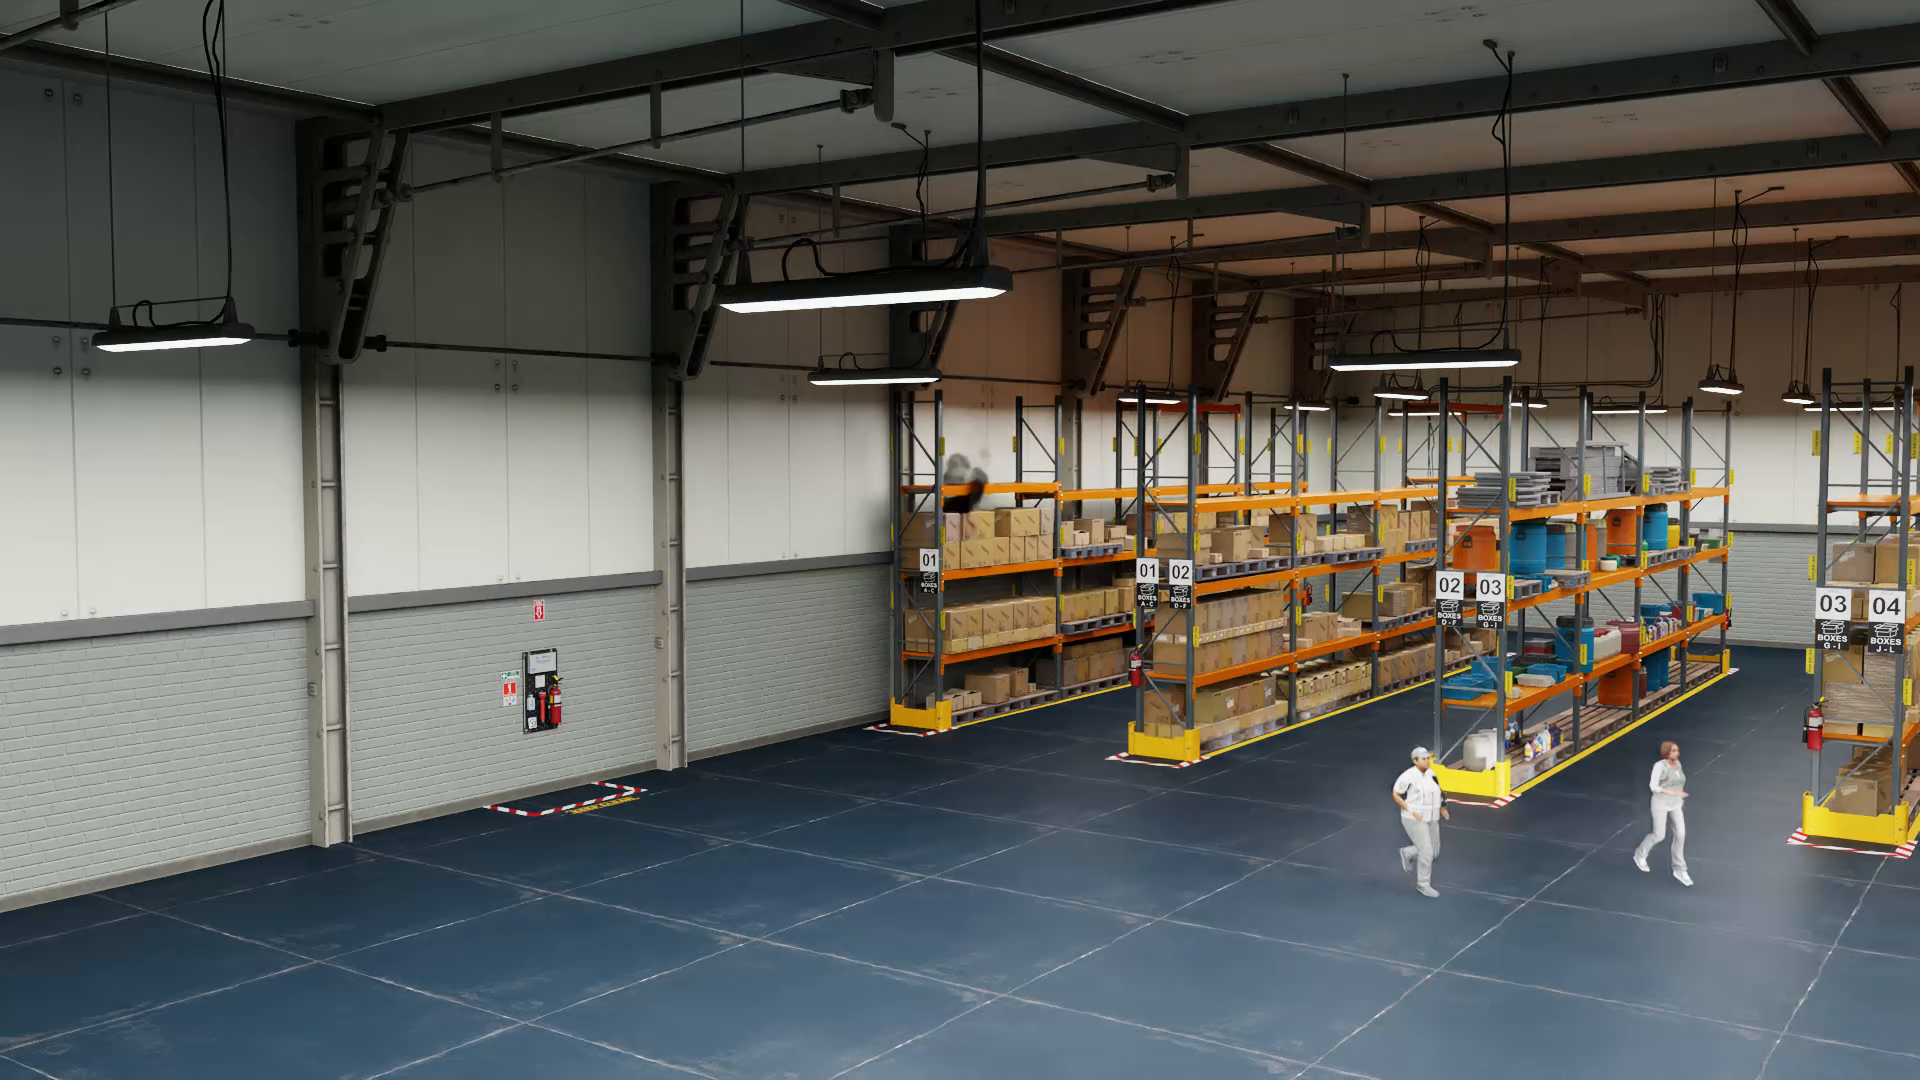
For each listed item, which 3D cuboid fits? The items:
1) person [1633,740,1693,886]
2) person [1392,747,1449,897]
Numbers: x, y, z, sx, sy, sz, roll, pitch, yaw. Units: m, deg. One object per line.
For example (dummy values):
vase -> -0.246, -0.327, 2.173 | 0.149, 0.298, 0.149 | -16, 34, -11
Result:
person -> 8.147, 3.117, 19.220 | 0.557, 1.634, 0.758 | -1, 4, -24
person -> 5.159, 3.147, 18.736 | 0.608, 1.641, 0.648 | -2, 4, -30
